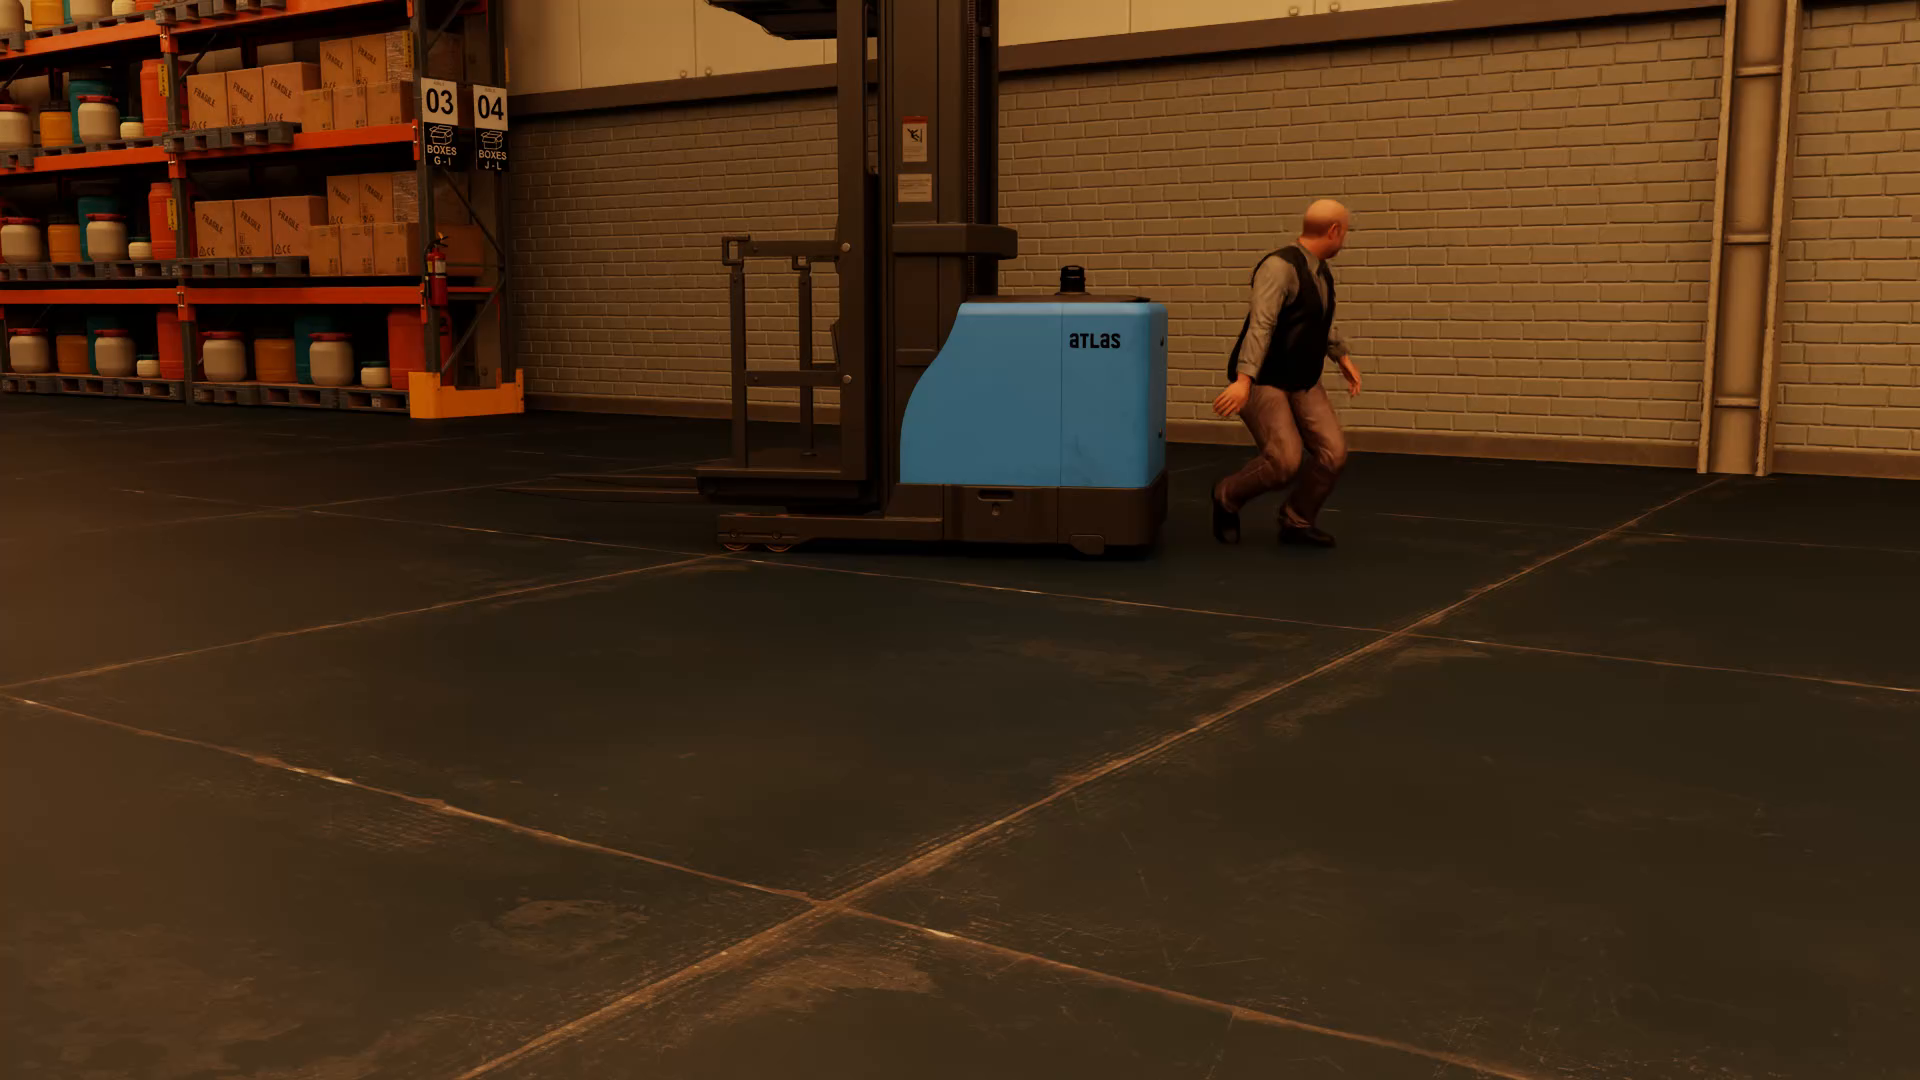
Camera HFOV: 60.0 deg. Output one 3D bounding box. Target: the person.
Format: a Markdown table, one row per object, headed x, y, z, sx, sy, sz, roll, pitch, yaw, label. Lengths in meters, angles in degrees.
| x | y | z | sx | sy | sz | roll | pitch | yaw | label |
| --- | --- | --- | --- | --- | --- | --- | --- | --- | --- |
| 1.391 | -0.710 | 7.303 | 0.883 | 1.540 | 0.584 | -7 | 11 | -40 | person |

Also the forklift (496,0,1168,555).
| x | y | z | sx | sy | sz | roll | pitch | yaw | label |
| --- | --- | --- | --- | --- | --- | --- | --- | --- | --- |
| -0.596 | -1.469 | 7.520 | 3.031 | 2.935 | 1.130 | 2 | 8 | 12 | forklift |
